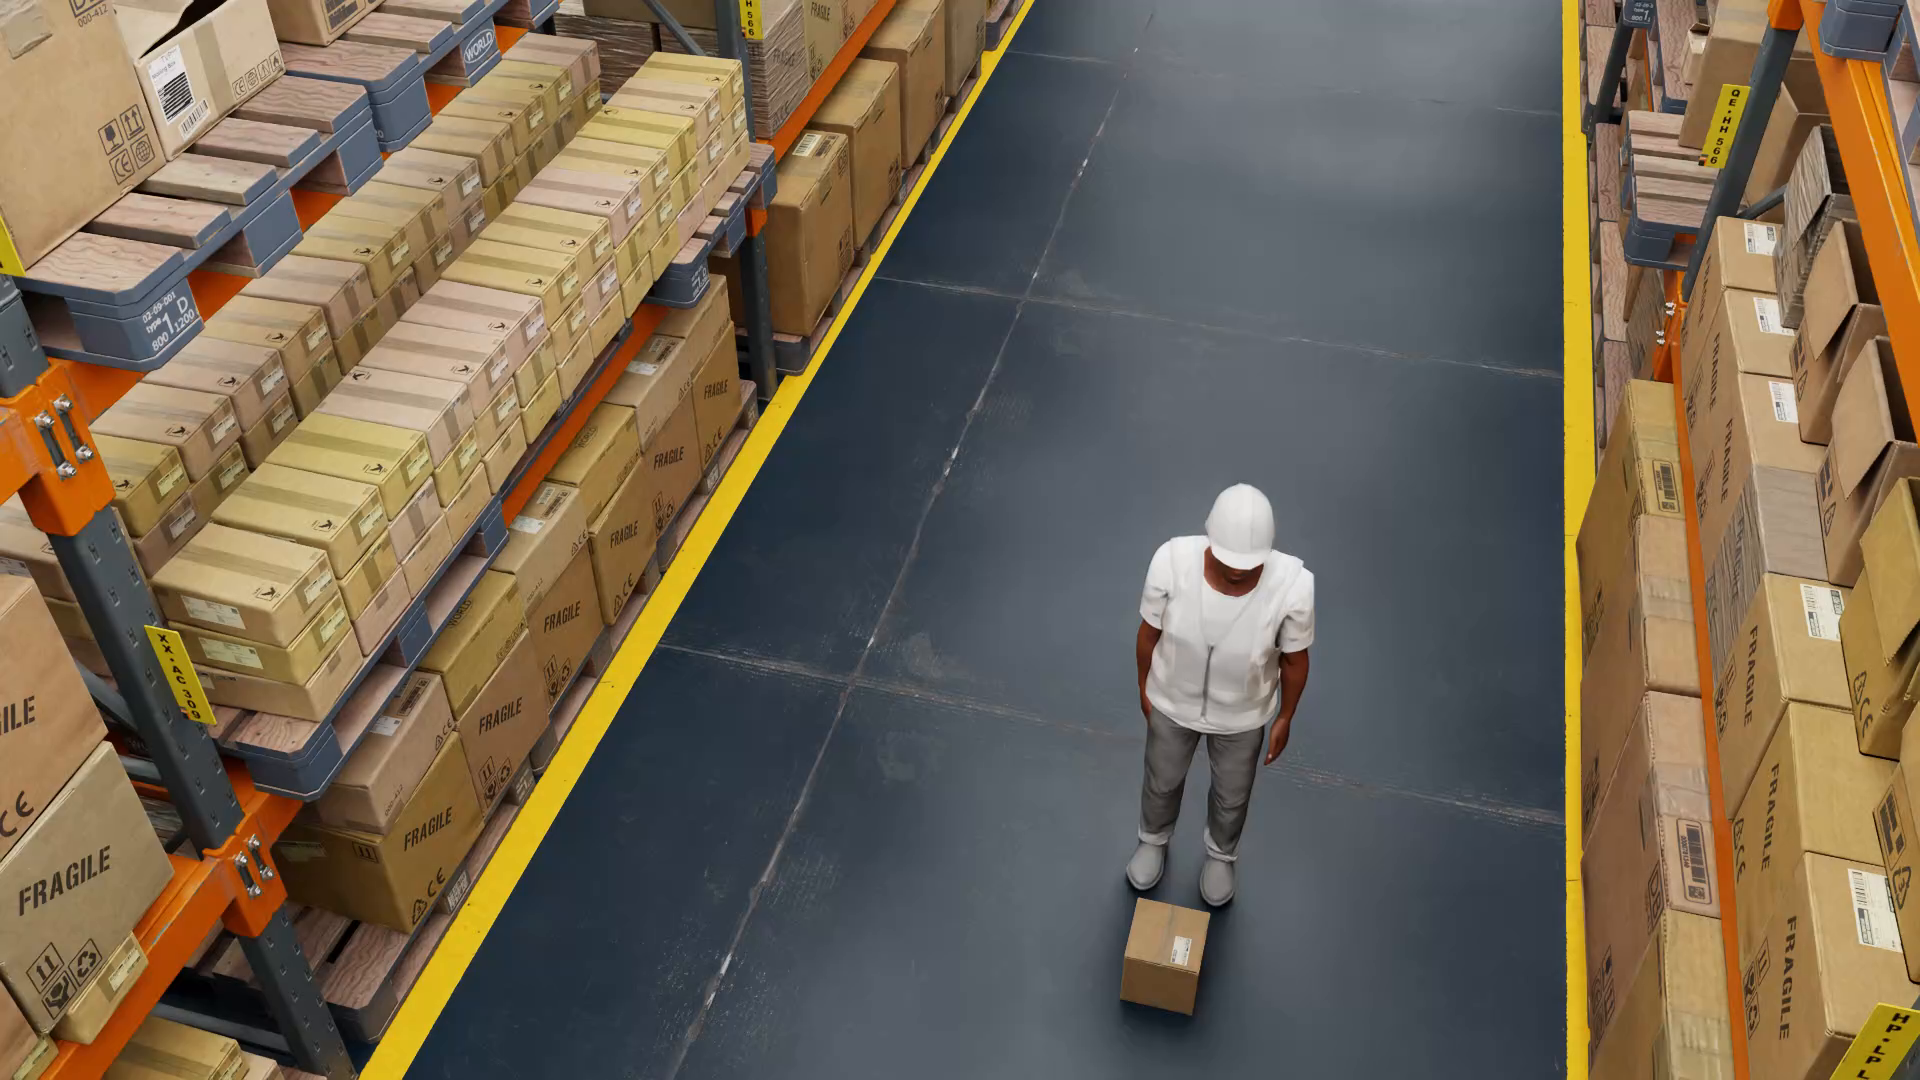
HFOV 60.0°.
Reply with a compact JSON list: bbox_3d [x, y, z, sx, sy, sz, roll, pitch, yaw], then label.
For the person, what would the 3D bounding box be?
[{"bbox_3d":[0.846,0.530,5.526,0.565,1.763,0.359,11,42,12],"label":"person"}]
